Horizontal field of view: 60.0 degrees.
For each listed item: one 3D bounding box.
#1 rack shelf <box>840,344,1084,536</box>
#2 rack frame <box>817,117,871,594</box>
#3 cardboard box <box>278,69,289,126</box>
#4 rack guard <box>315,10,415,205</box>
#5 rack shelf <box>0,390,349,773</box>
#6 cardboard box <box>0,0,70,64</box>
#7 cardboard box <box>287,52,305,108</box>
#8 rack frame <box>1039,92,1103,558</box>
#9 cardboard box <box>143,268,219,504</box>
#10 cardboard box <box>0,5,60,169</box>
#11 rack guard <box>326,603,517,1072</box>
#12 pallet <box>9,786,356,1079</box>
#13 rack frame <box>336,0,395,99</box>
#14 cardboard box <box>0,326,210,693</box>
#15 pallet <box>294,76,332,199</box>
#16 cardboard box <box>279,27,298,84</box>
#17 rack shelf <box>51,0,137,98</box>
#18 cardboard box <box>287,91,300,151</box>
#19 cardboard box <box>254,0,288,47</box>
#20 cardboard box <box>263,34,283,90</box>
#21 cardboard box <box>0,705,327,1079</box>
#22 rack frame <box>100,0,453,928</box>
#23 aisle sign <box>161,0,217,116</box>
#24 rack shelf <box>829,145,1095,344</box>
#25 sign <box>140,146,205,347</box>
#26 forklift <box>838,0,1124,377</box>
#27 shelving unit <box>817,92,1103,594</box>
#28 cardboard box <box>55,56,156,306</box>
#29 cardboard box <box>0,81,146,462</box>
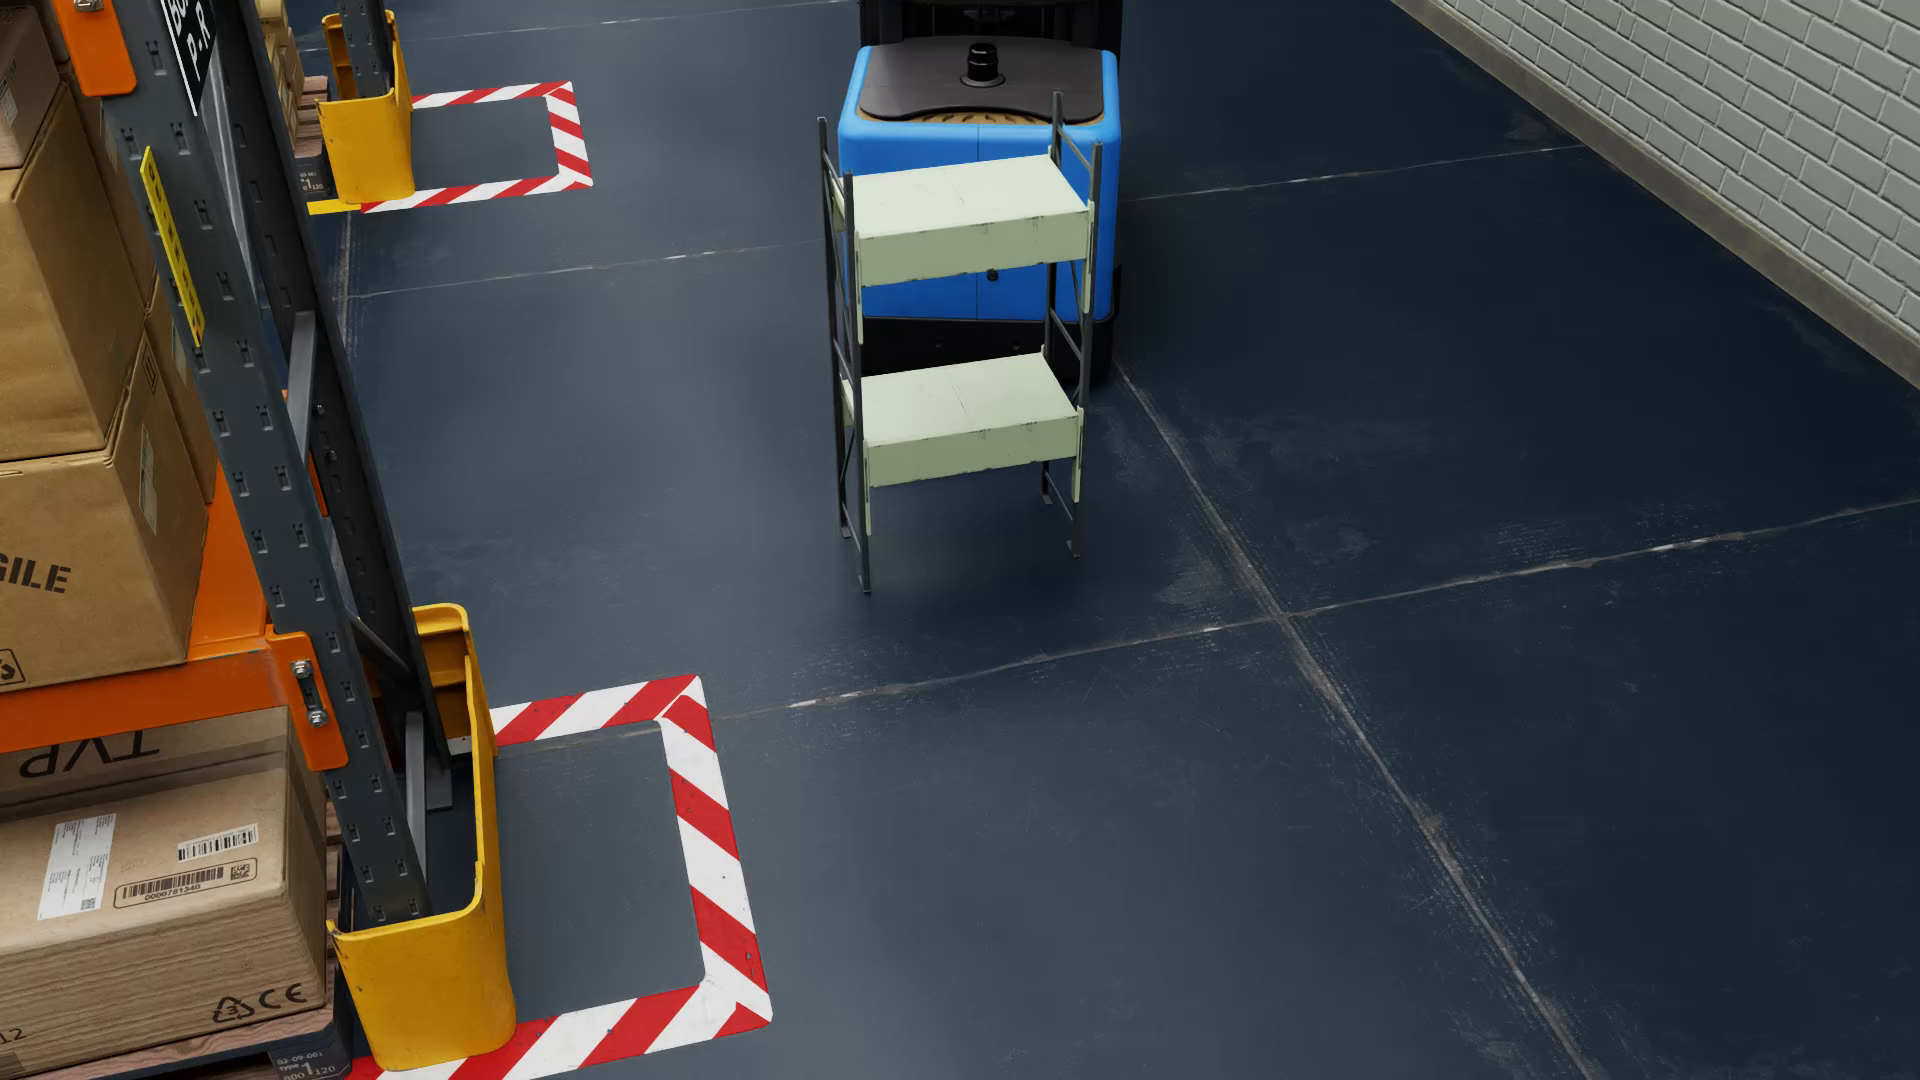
[{"bbox_3d":[-0.006,-0.336,5.491,0.720,0.370,0.431,-9,38,-12],"label":"rack shelf"},{"bbox_3d":[-0.360,-0.537,5.217,0.023,1.500,0.400,-9,38,-12],"label":"rack frame"},{"bbox_3d":[-3.259,-2.040,7.704,0.250,0.149,0.380,-10,39,-13],"label":"cardboard box"},{"bbox_3d":[-2.897,-2.134,8.128,0.348,0.500,1.175,-9,38,-12],"label":"rack guard"},{"bbox_3d":[-3.366,0.351,3.414,4.000,0.370,1.077,-9,38,-12],"label":"rack shelf"},{"bbox_3d":[-1.850,-1.052,3.217,0.250,0.149,0.380,-9,38,-11],"label":"cardboard box"},{"bbox_3d":[-3.413,-2.278,8.260,0.250,0.149,0.380,-9,38,-11],"label":"cardboard box"},{"bbox_3d":[0.347,-0.653,5.369,0.023,1.500,0.400,-9,38,-12],"label":"rack frame"},{"bbox_3d":[-1.974,-0.383,3.700,0.500,0.500,0.500,-10,38,-12],"label":"cardboard box"},{"bbox_3d":[-1.730,-0.771,2.851,0.250,0.149,0.380,-9,38,-11],"label":"cardboard box"},{"bbox_3d":[-1.412,0.738,4.374,0.348,0.500,1.175,-9,38,-12],"label":"rack guard"},{"bbox_3d":[-2.187,1.029,4.231,1.213,0.211,1.003,-9,38,-12],"label":"pallet"},{"bbox_3d":[-2.824,-3.139,7.384,0.127,3.000,1.000,-9,38,-12],"label":"rack frame"},{"bbox_3d":[-1.832,-0.059,3.276,0.500,0.500,0.500,-9,38,-12],"label":"cardboard box"},{"bbox_3d":[-3.691,-1.911,8.075,1.213,0.211,1.003,-9,38,-12],"label":"pallet"},{"bbox_3d":[-3.396,-2.359,8.121,0.250,0.149,0.380,-8,38,-10],"label":"cardboard box"},{"bbox_3d":[-3.366,-0.840,2.503,4.000,0.370,1.077,-9,38,-12],"label":"rack shelf"},{"bbox_3d":[-3.277,-1.968,7.854,0.250,0.149,0.380,-9,38,-11],"label":"cardboard box"},{"bbox_3d":[-3.418,-2.526,8.094,0.250,0.149,0.380,-11,39,-14],"label":"cardboard box"},{"bbox_3d":[-3.269,-2.177,7.638,0.250,0.149,0.380,-9,38,-11],"label":"cardboard box"},{"bbox_3d":[-2.047,0.763,4.047,0.875,0.438,0.875,-11,39,-13],"label":"cardboard box"},{"bbox_3d":[-1.435,-0.251,3.610,0.127,3.000,1.000,-9,38,-12],"label":"rack frame"},{"bbox_3d":[-1.285,-1.113,2.597,0.004,0.787,0.394,-9,38,-12],"label":"aisle sign"},{"bbox_3d":[-0.006,-0.905,5.056,0.720,0.370,0.431,-9,38,-12],"label":"rack shelf"},{"bbox_3d":[-1.307,-0.485,2.767,0.005,0.325,0.100,-9,38,-12],"label":"sign"},{"bbox_3d":[0.141,-2.669,6.827,1.130,2.935,3.031,2,37,2],"label":"forklift"},{"bbox_3d":[-0.006,-0.595,5.293,0.755,1.500,0.431,-9,38,-12],"label":"shelving unit"},{"bbox_3d":[-1.973,-0.779,3.395,0.500,0.500,0.500,-10,39,-13],"label":"cardboard box"},{"bbox_3d":[-1.839,-0.472,2.993,0.500,0.500,0.500,-8,38,-10],"label":"cardboard box"}]
